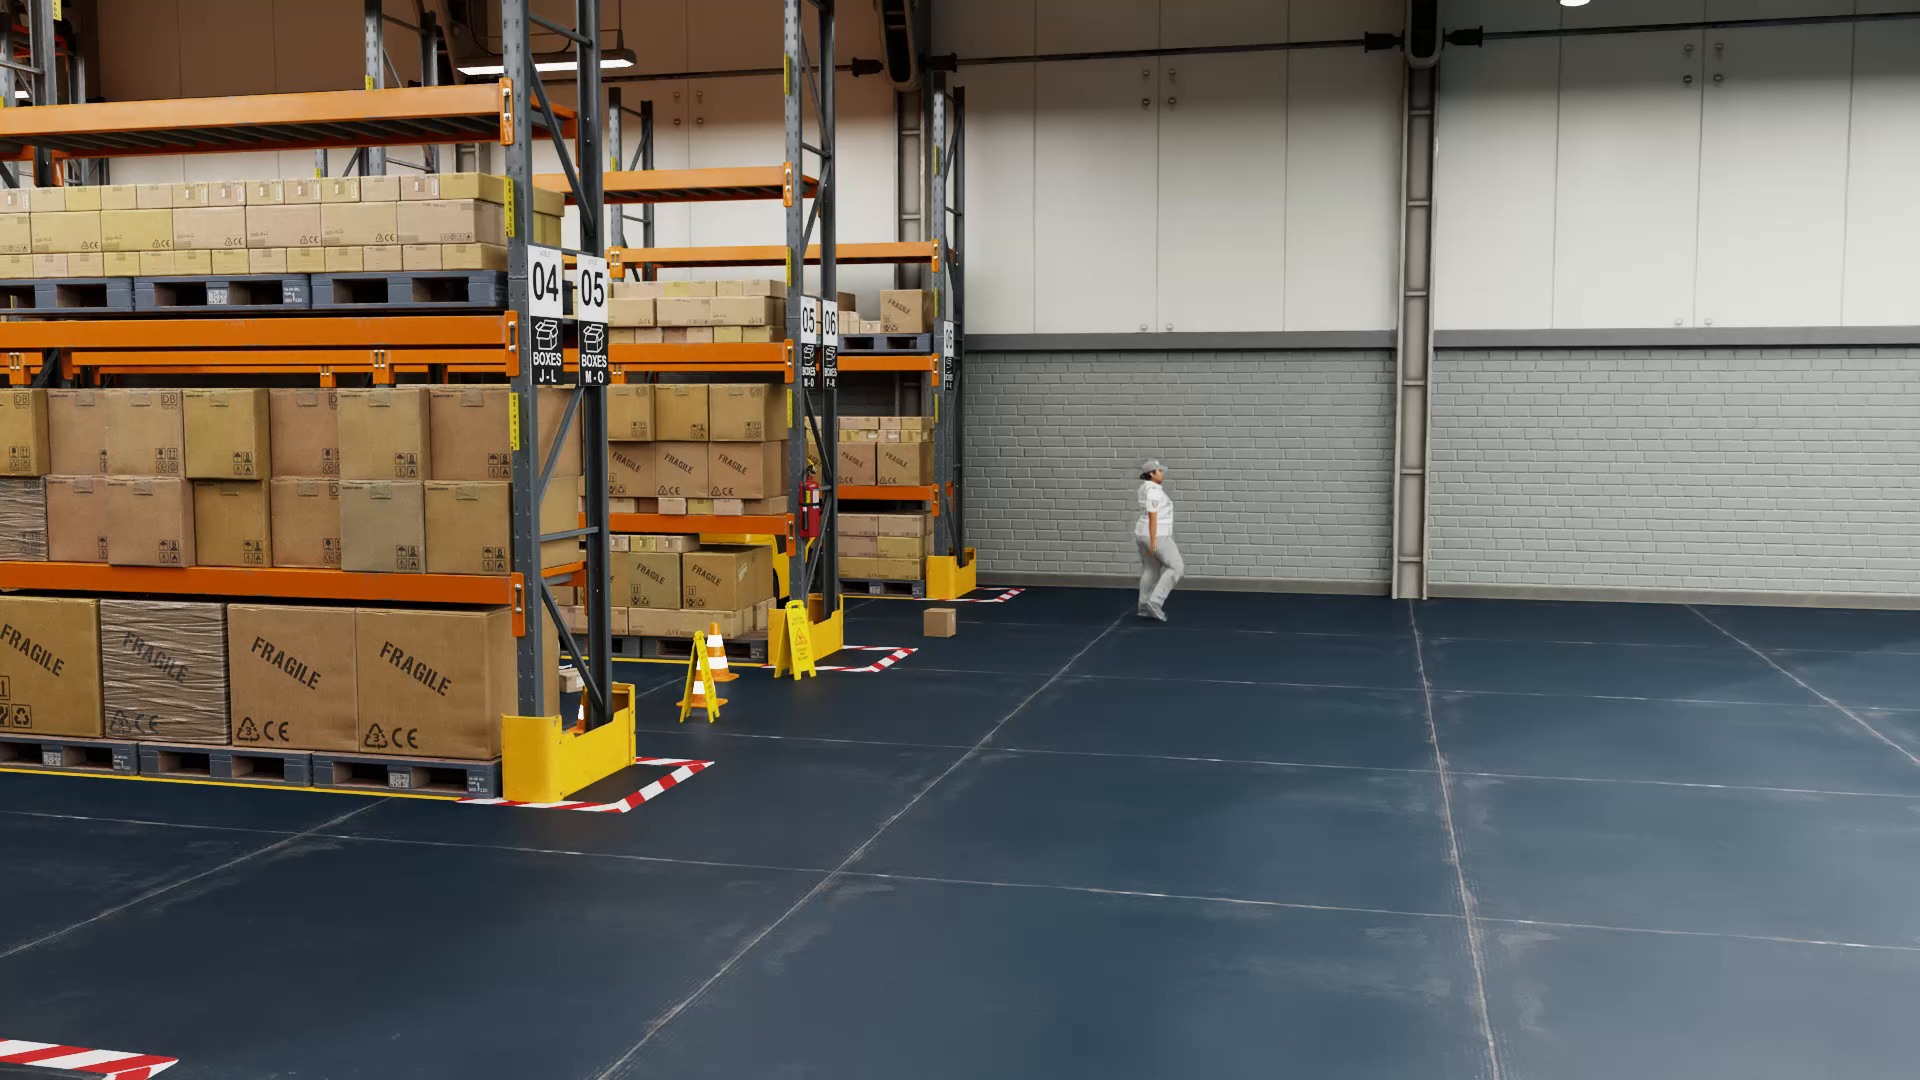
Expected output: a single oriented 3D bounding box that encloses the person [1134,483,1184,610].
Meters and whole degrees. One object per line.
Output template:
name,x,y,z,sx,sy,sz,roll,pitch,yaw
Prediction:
person,2.086,0.072,17.423,0.438,1.342,0.443,-1,5,-12
